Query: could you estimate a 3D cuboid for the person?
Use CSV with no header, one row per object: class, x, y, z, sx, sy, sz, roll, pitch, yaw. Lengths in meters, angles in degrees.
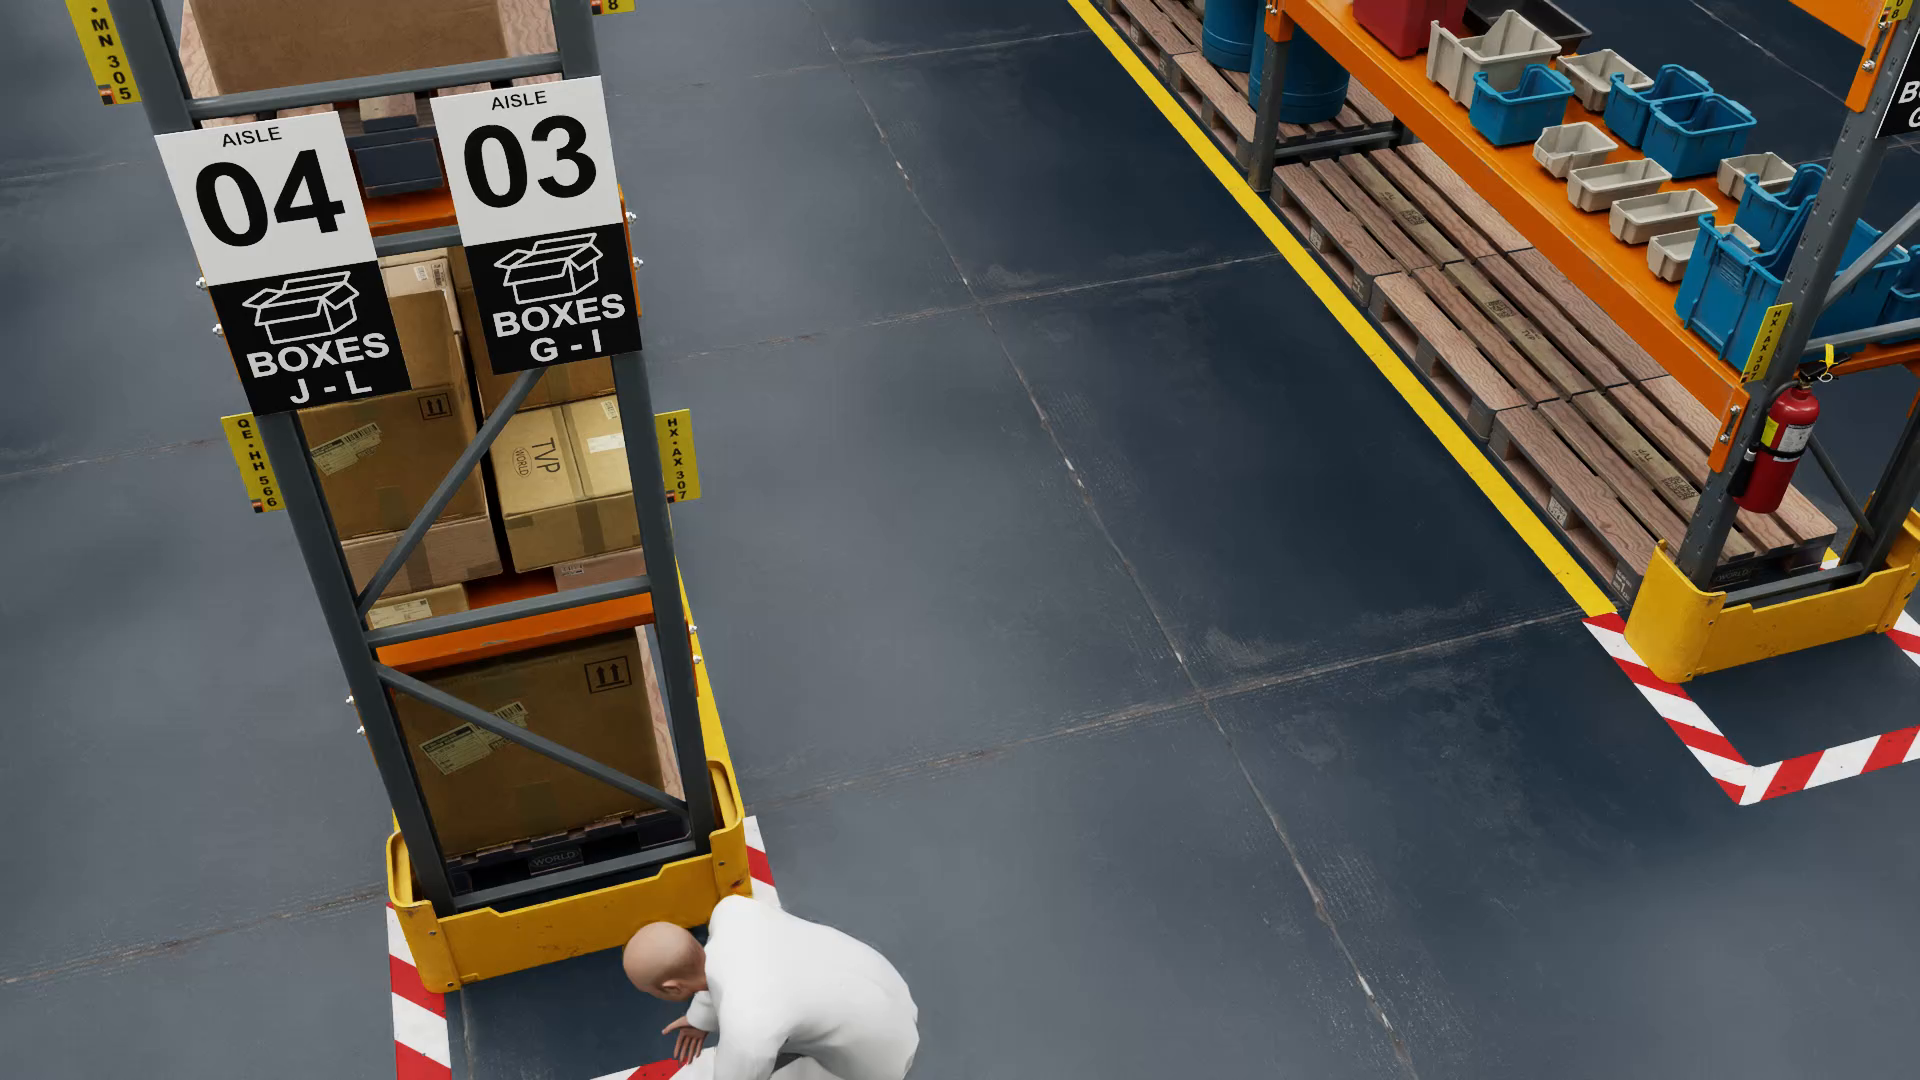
person,-0.515,1.498,4.871,0.793,1.271,0.632,-2,42,-3
